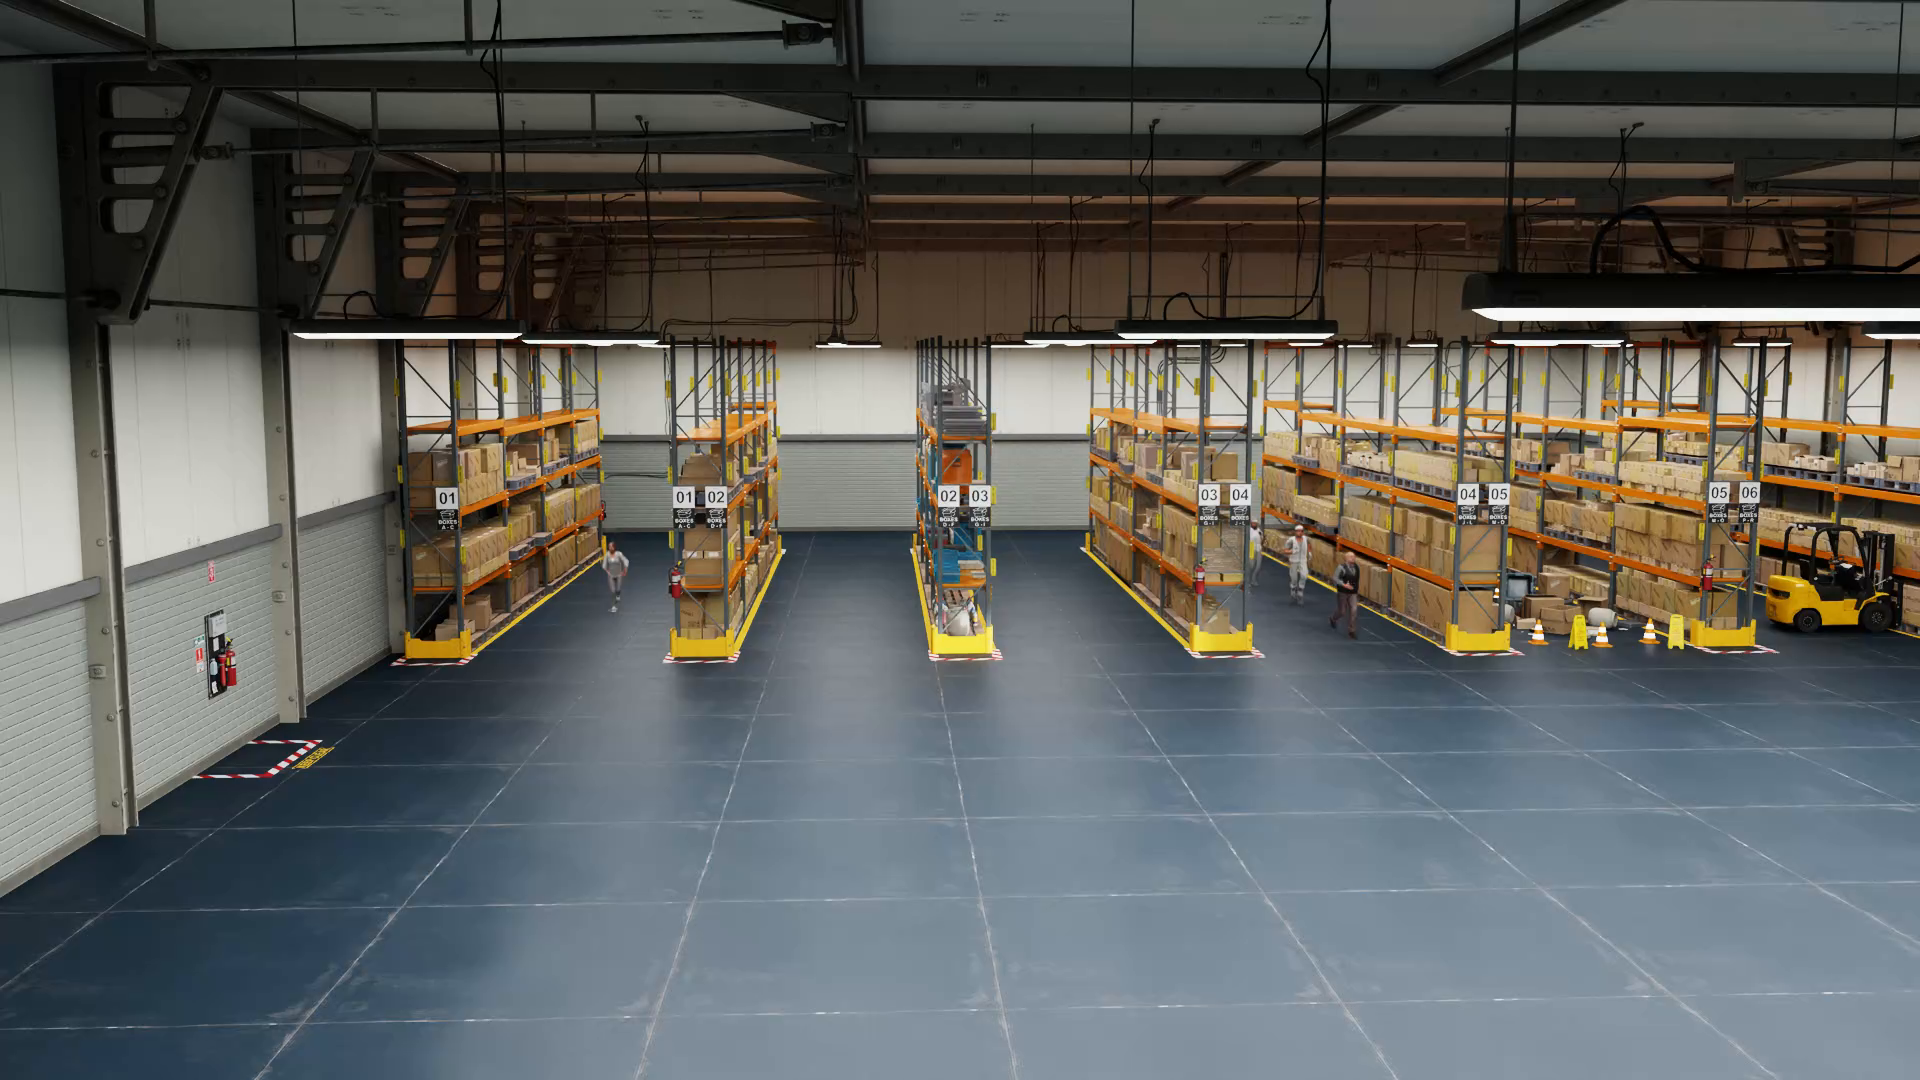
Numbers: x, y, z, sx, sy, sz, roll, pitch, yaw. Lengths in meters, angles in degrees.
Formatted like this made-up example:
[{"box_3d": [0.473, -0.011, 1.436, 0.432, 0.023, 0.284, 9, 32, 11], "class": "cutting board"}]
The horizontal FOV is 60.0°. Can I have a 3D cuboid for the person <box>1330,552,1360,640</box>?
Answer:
[{"box_3d": [7.772, 1.082, 33.430, 0.681, 1.718, 0.993, -2, 7, -19], "class": "person"}]

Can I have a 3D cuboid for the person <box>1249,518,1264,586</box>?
[{"box_3d": [7.225, 0.267, 40.937, 0.582, 1.665, 0.578, -1, 7, -12], "class": "person"}]

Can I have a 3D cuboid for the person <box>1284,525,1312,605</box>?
[{"box_3d": [7.691, 0.546, 37.856, 0.693, 1.817, 0.867, 0, 7, -4], "class": "person"}]

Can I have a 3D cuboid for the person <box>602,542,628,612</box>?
[{"box_3d": [-7.581, 0.818, 36.538, 0.560, 1.547, 0.605, -1, 7, -5], "class": "person"}]

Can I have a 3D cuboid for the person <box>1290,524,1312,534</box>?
[{"box_3d": [10.011, -0.667, 48.762, 0.695, 1.786, 0.723, 6, 9, 44], "class": "person"}]
